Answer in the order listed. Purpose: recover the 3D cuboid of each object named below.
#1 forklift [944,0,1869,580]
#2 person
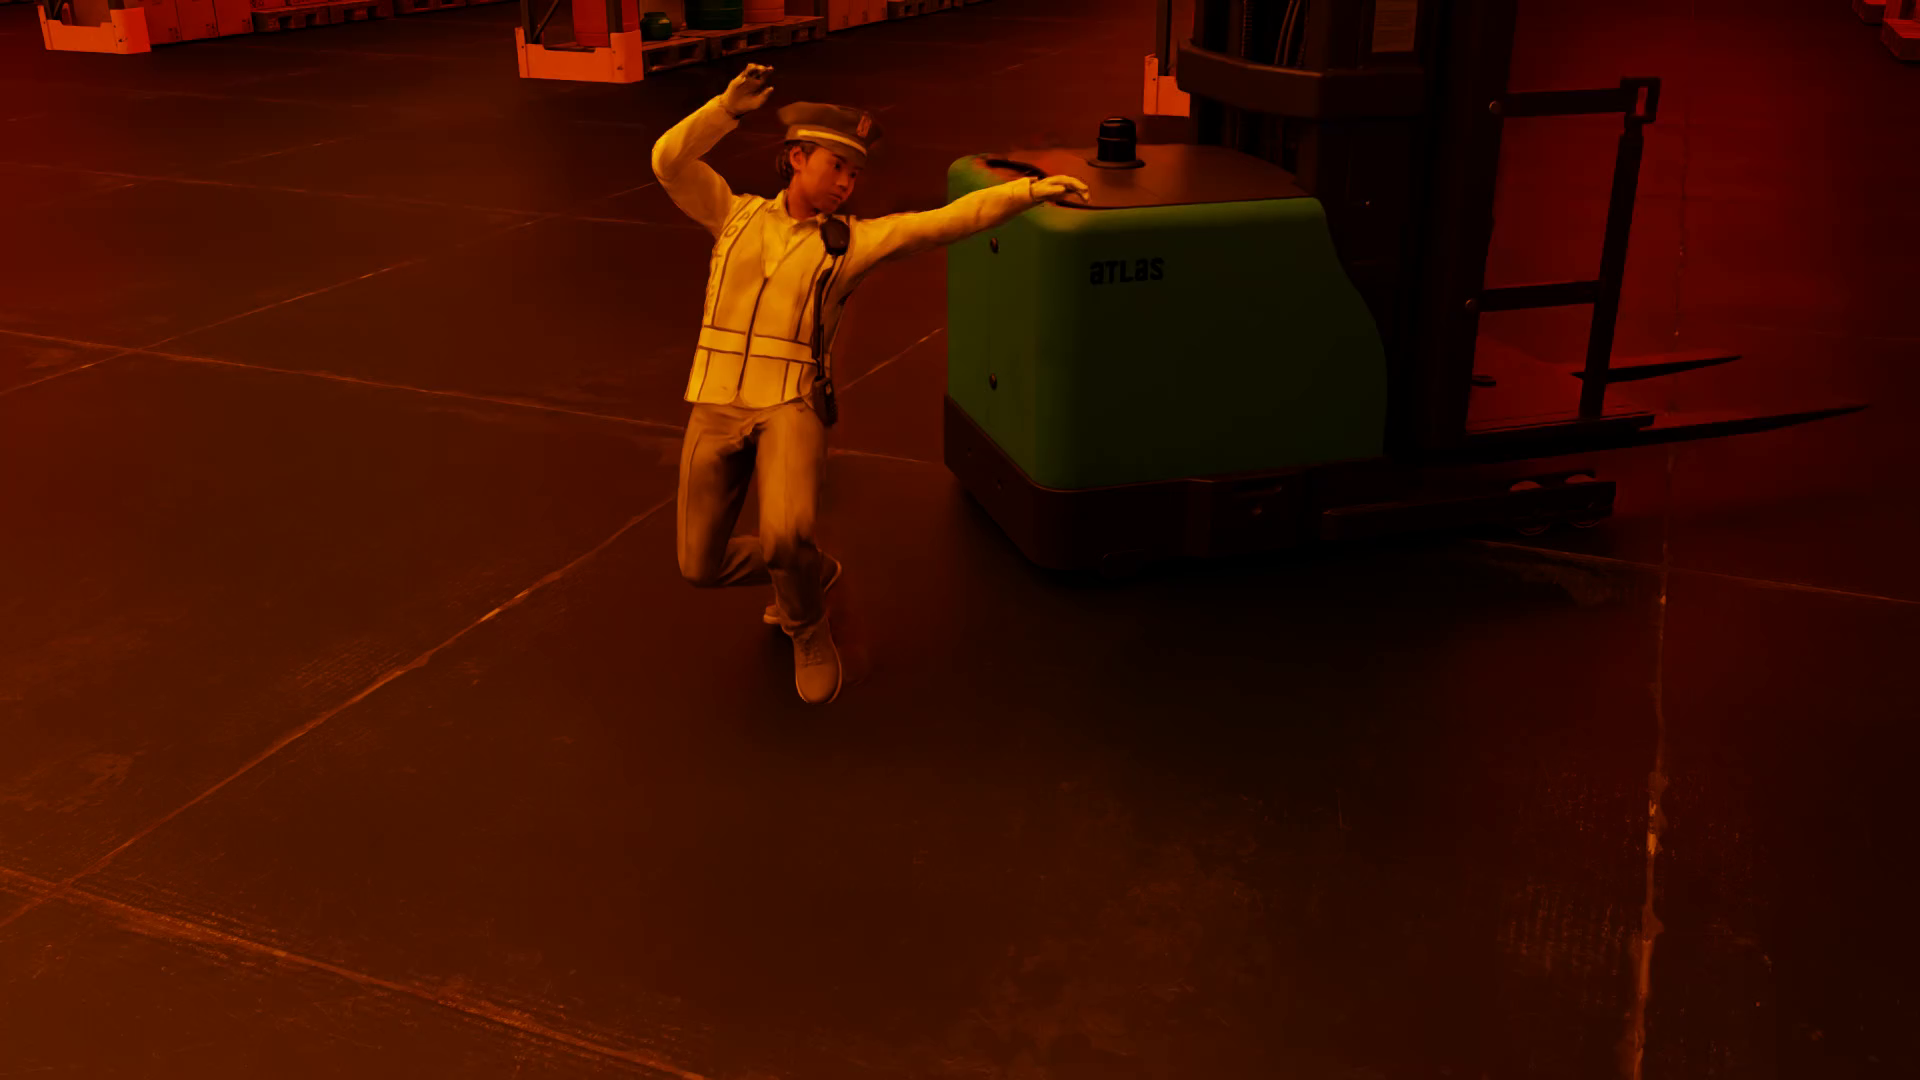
[{"bbox_3d":[1.522,-1.553,5.008,3.031,2.935,1.130,-7,24,-16],"label":"forklift"},{"bbox_3d":[-0.242,-0.362,4.023,1.019,1.536,0.825,7,24,17],"label":"person"}]
